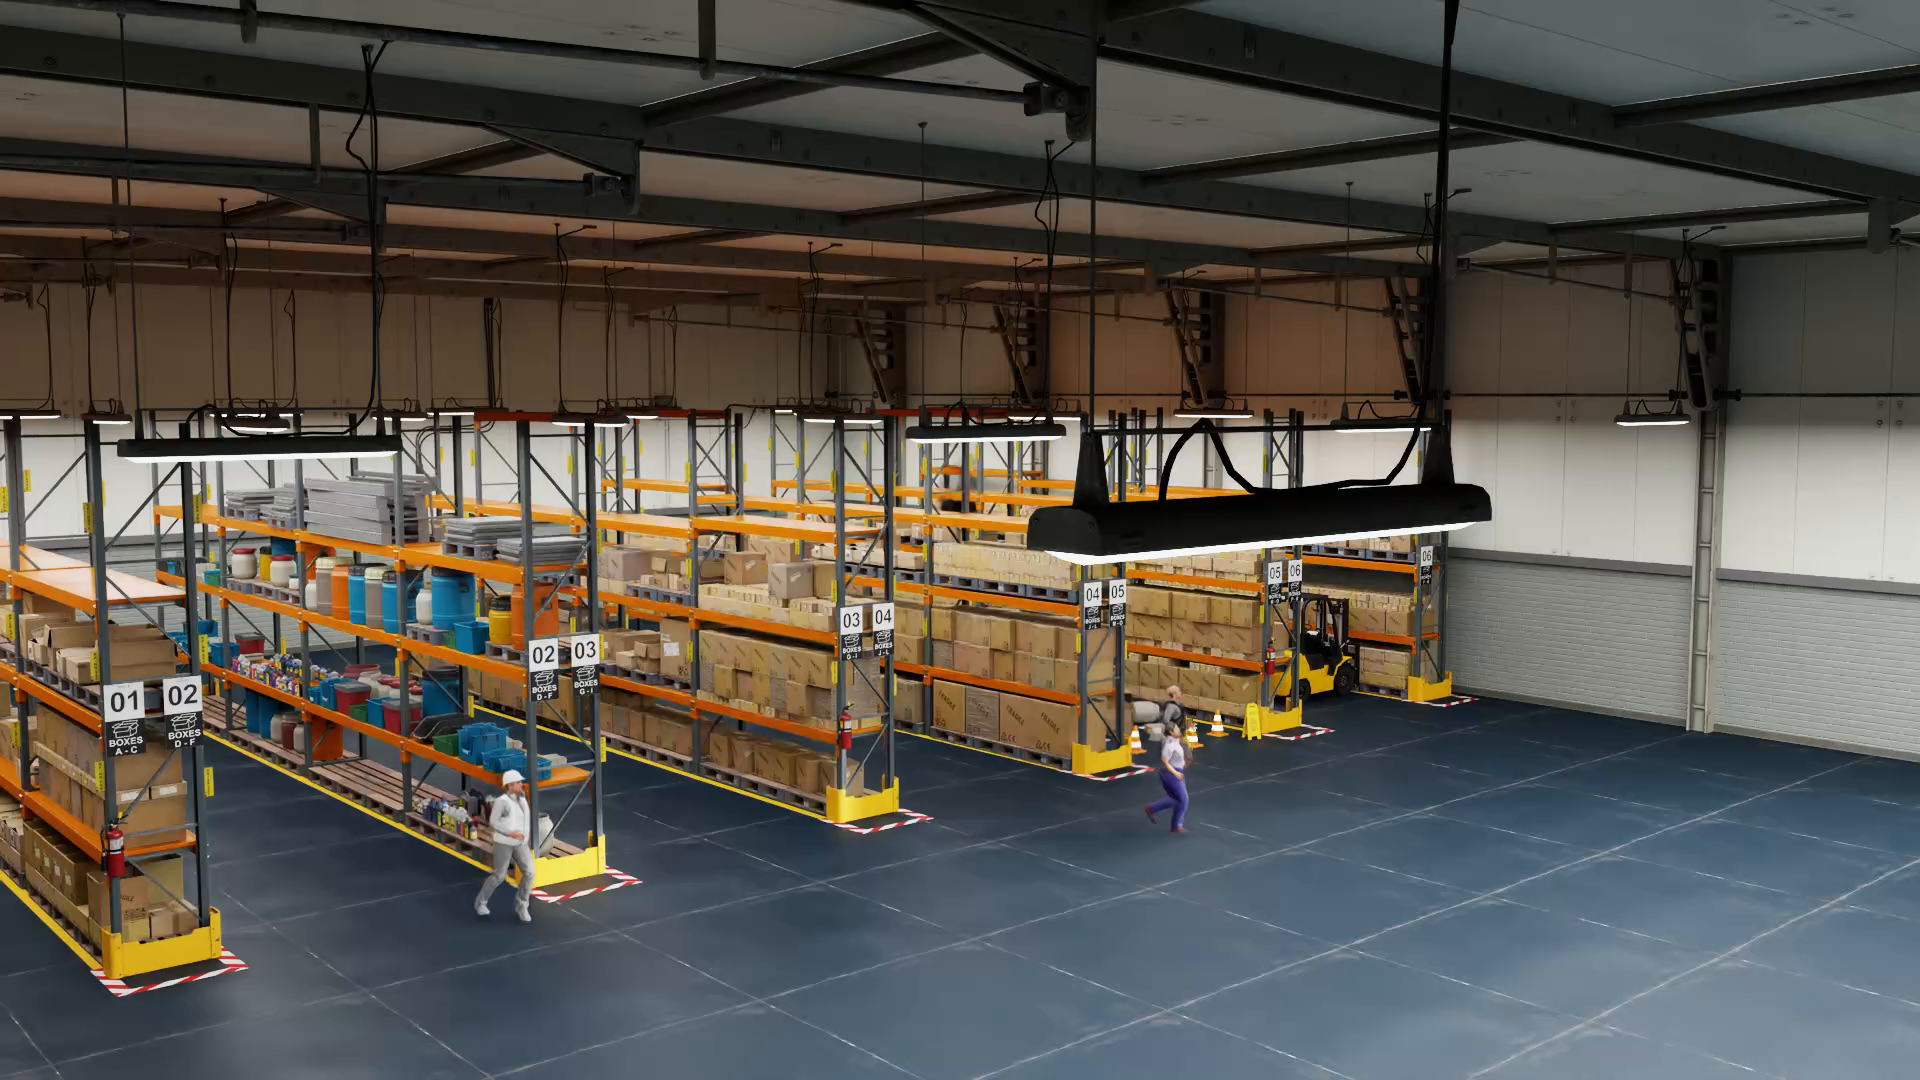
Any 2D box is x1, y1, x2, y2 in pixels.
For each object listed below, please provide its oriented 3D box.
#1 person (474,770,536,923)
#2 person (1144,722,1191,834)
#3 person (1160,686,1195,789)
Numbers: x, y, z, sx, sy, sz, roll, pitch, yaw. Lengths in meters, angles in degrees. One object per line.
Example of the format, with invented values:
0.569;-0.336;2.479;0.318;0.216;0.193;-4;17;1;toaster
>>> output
-5.440;3.695;20.180;0.753;1.800;0.735;3;6;27;person
2.998;3.430;24.018;0.678;1.631;0.607;0;5;0;person
3.480;3.164;26.583;0.572;1.684;0.652;0;5;3;person
